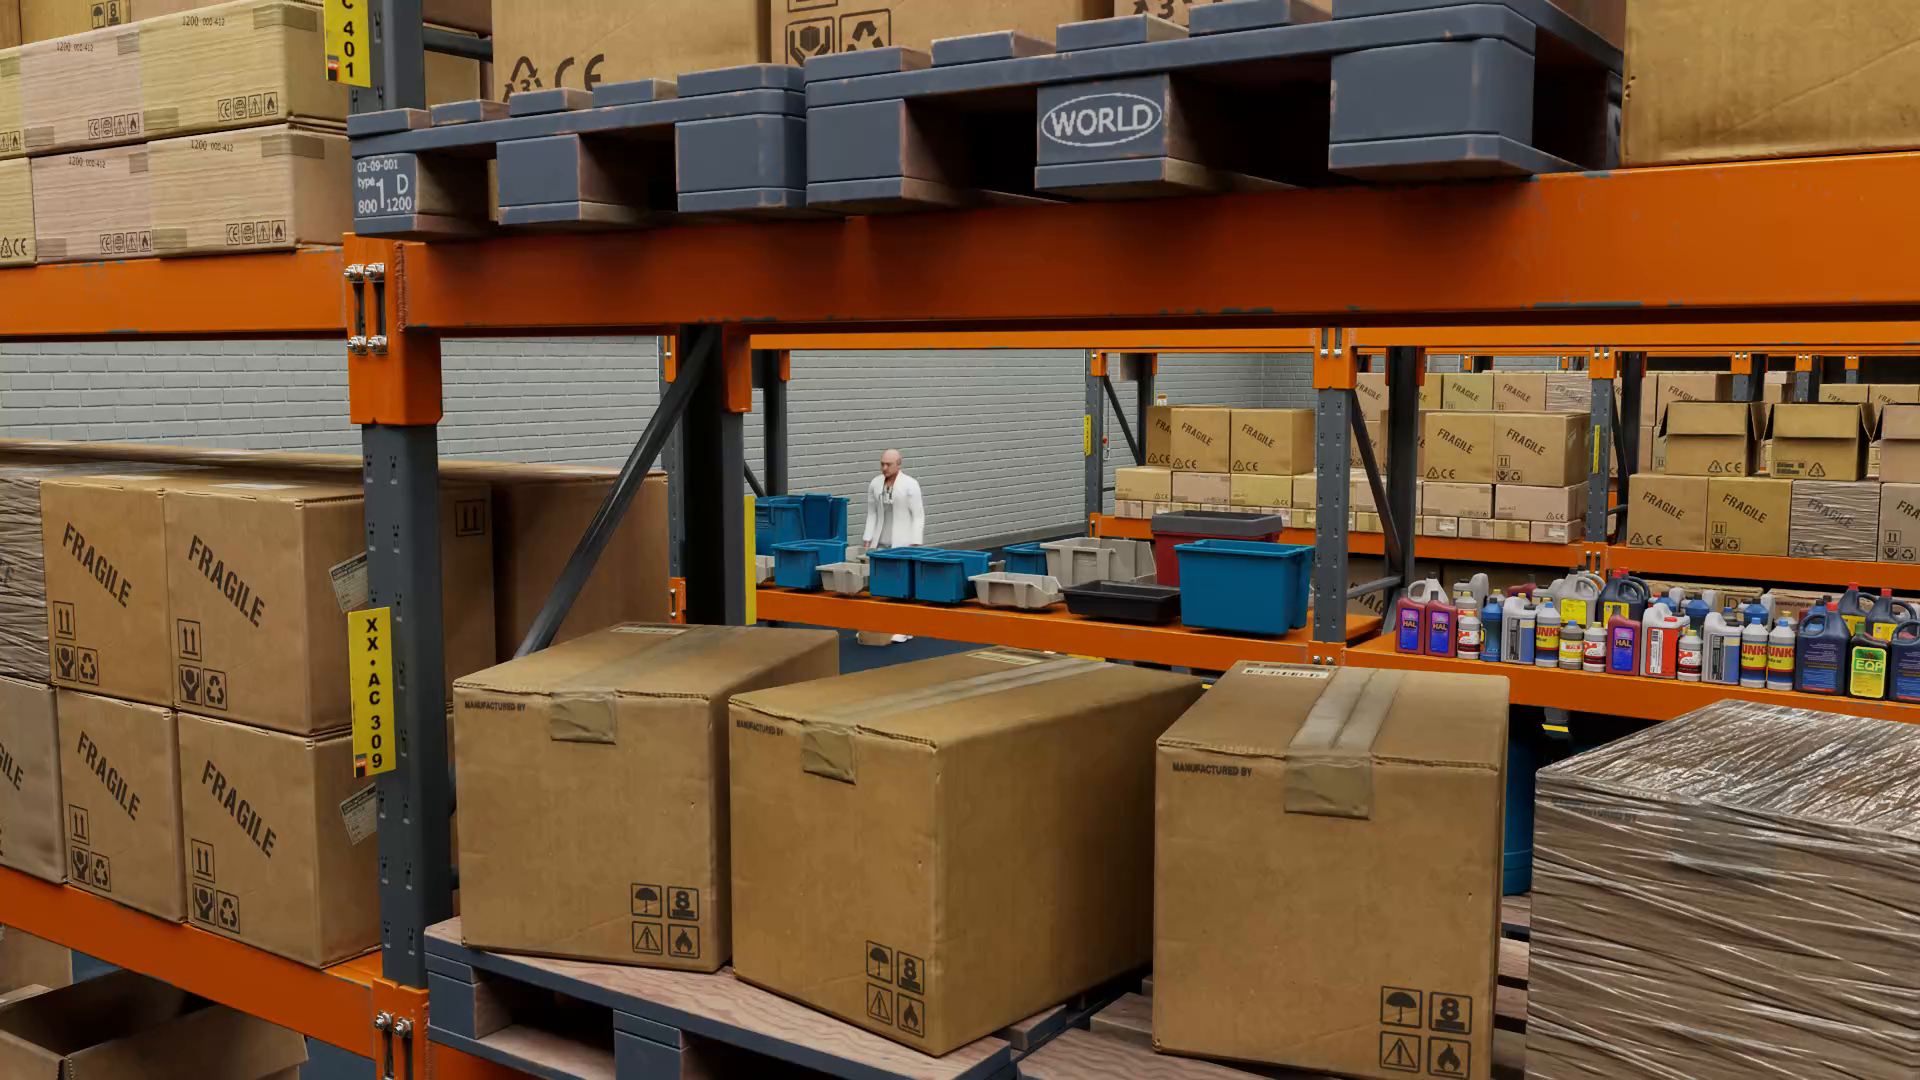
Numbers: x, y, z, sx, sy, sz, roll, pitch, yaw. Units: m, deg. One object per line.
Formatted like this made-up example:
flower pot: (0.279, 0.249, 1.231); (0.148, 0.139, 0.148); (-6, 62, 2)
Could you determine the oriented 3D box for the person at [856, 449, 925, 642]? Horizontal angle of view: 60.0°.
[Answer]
person: (-0.627, 0.043, 15.366); (0.637, 1.773, 0.428); (4, 7, 31)
